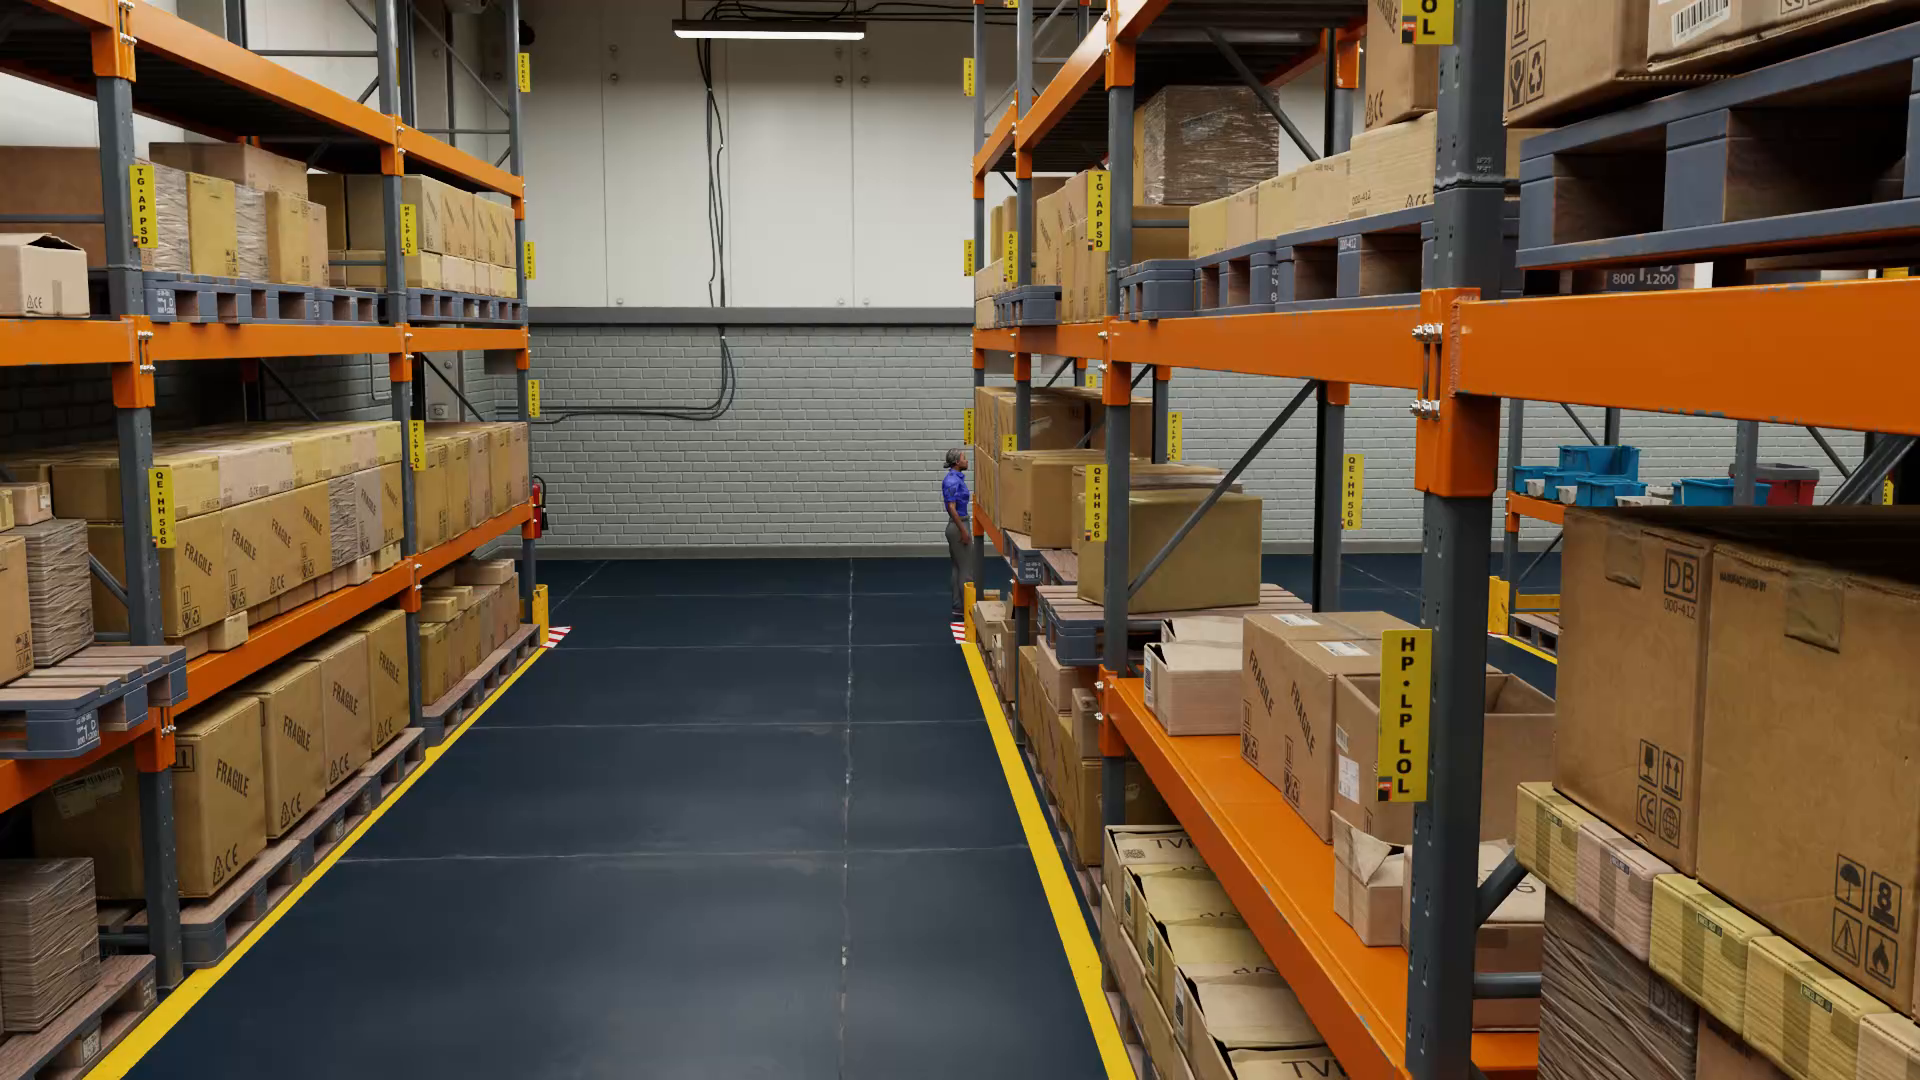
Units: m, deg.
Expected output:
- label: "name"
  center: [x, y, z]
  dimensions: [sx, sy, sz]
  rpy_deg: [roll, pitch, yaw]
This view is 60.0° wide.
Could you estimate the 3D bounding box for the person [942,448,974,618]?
- label: "person"
  center: [0.077, -0.068, 16.268]
  dimensions: [0.504, 1.654, 0.570]
  rpy_deg: [0, 7, 2]
